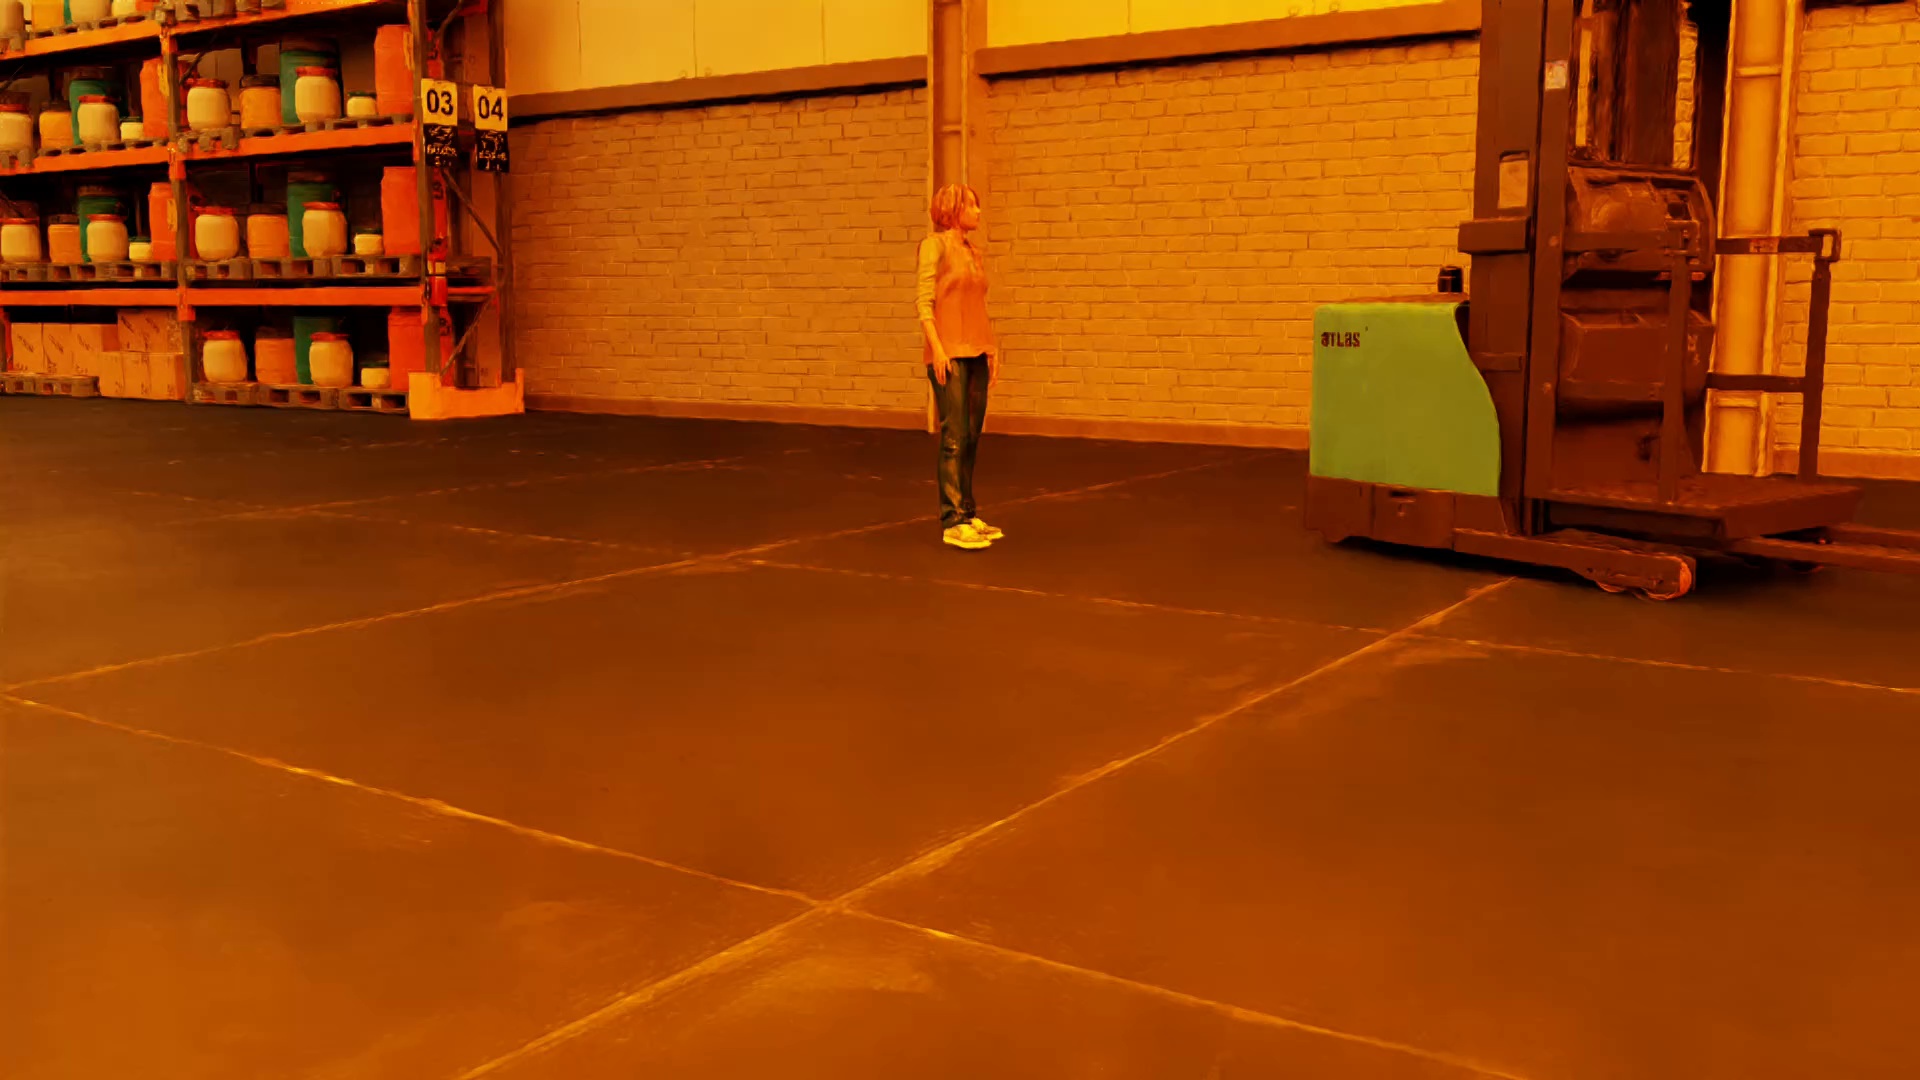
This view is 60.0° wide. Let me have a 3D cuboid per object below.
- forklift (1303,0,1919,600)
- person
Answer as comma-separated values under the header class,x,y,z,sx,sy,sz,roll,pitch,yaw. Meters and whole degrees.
class,x,y,z,sx,sy,sz,roll,pitch,yaw
forklift,2.819,-1.309,6.397,1.130,2.935,3.031,-6,10,-36
person,0.054,-0.790,7.438,0.474,1.597,0.520,5,10,34
